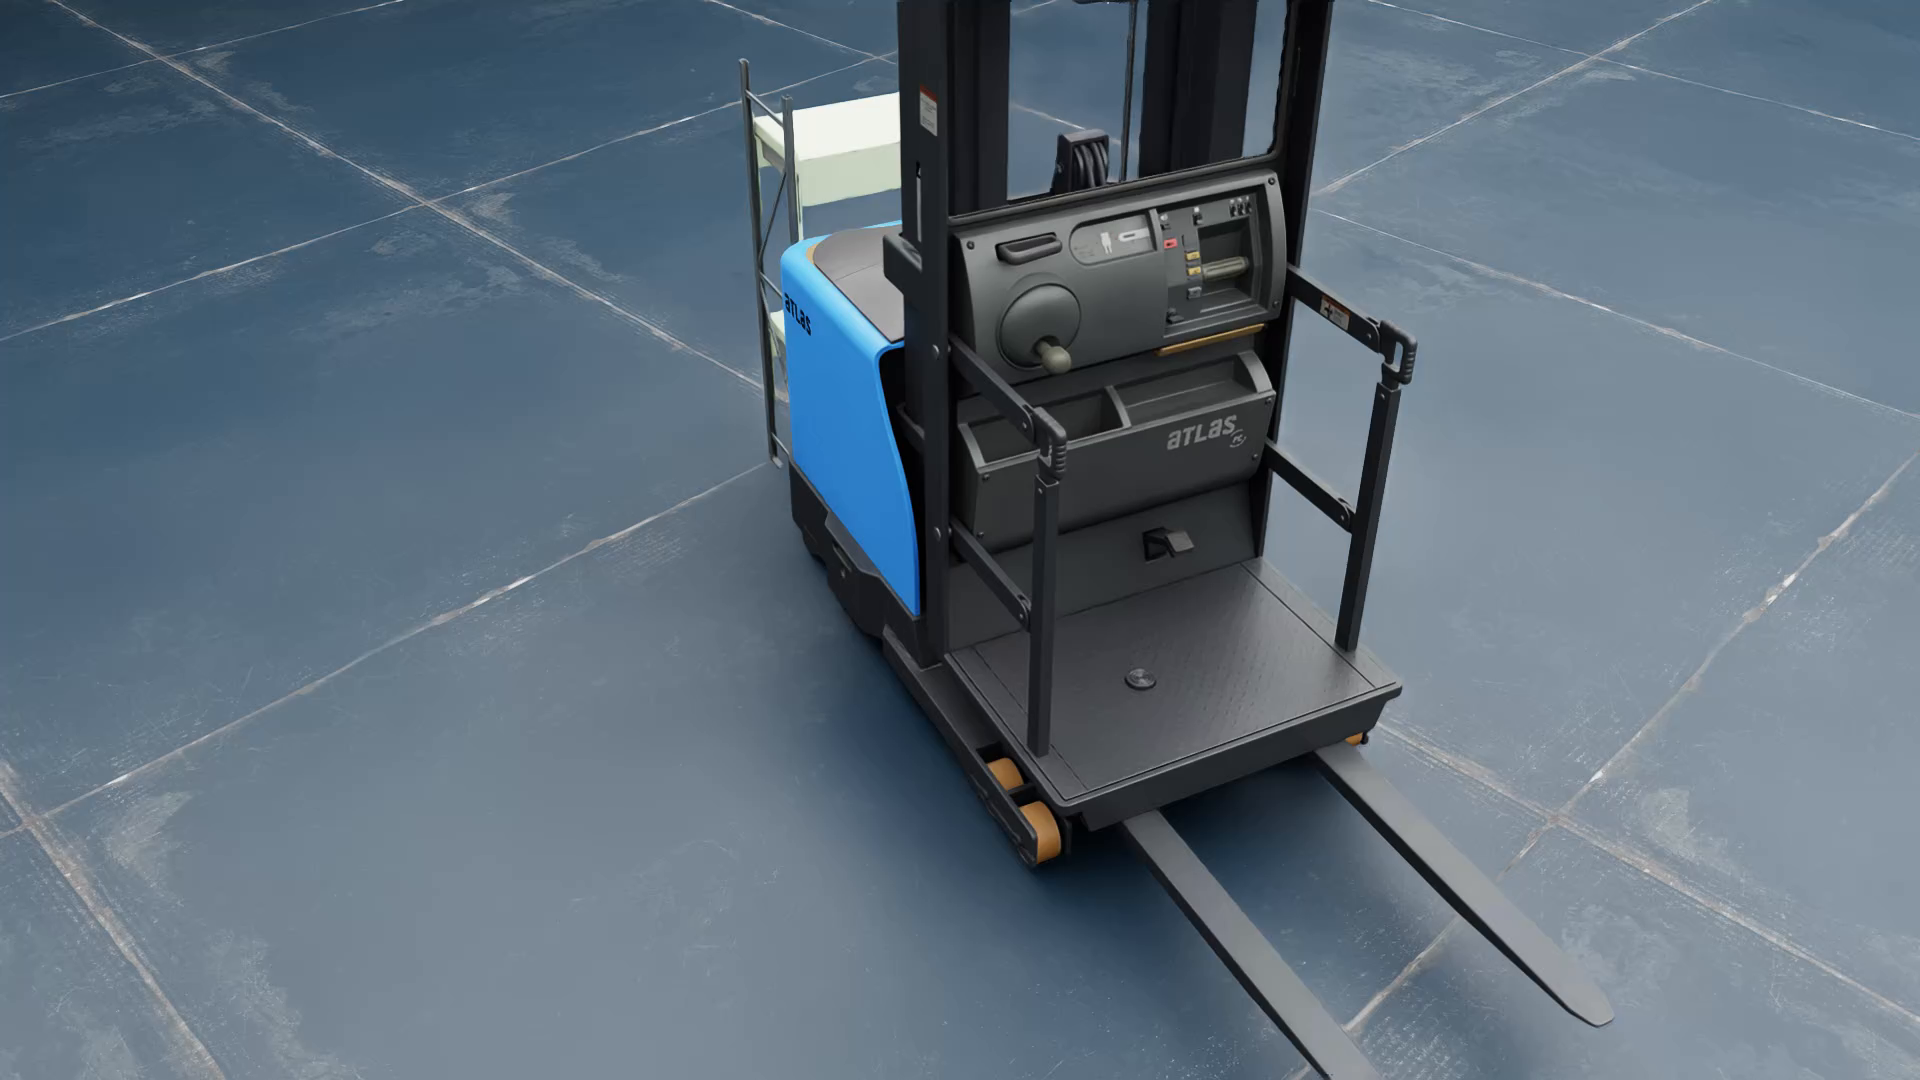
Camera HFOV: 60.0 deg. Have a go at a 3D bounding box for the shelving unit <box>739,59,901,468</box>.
[{"bbox_3d":[-0.285,-0.922,5.761,0.755,1.500,0.431,-16,38,-22],"label":"shelving unit"}]

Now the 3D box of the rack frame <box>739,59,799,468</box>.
[{"bbox_3d":[-0.611,-0.827,5.625,0.023,1.500,0.400,-16,38,-22],"label":"rack frame"}]

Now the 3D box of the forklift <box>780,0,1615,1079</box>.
[{"bbox_3d":[0.527,-0.619,4.076,1.130,2.935,3.031,-16,38,-21],"label":"forklift"}]

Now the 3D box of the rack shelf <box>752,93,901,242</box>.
[{"bbox_3d":[-0.285,-1.242,5.538,0.720,0.370,0.431,-16,38,-22],"label":"rack shelf"}]

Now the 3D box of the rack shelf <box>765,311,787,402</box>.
[{"bbox_3d":[-0.285,-0.655,5.948,0.720,0.370,0.431,-16,38,-22],"label":"rack shelf"}]
